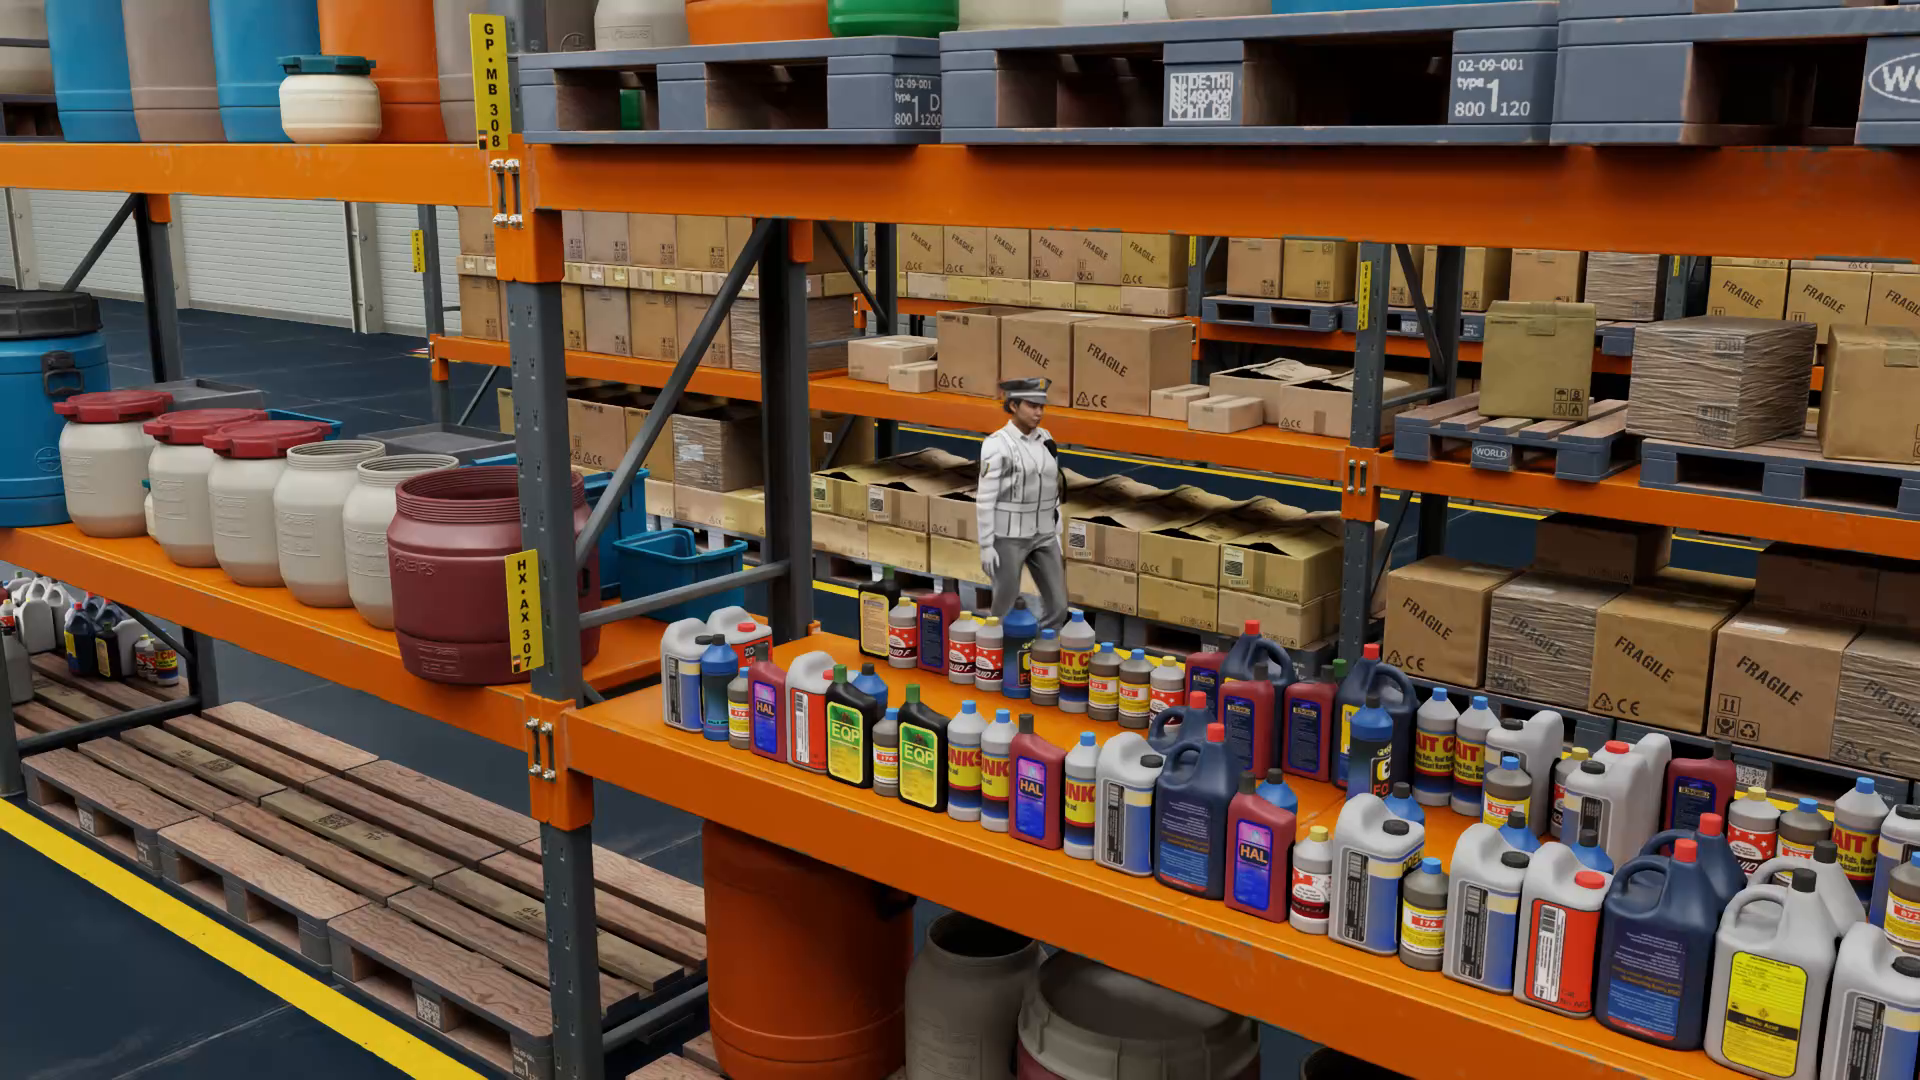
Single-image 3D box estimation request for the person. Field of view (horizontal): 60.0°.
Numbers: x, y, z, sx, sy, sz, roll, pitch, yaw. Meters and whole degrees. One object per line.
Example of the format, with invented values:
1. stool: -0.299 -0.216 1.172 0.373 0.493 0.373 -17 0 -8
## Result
1. person: 0.327 0.004 8.387 0.517 1.672 0.359 -10 17 -35
